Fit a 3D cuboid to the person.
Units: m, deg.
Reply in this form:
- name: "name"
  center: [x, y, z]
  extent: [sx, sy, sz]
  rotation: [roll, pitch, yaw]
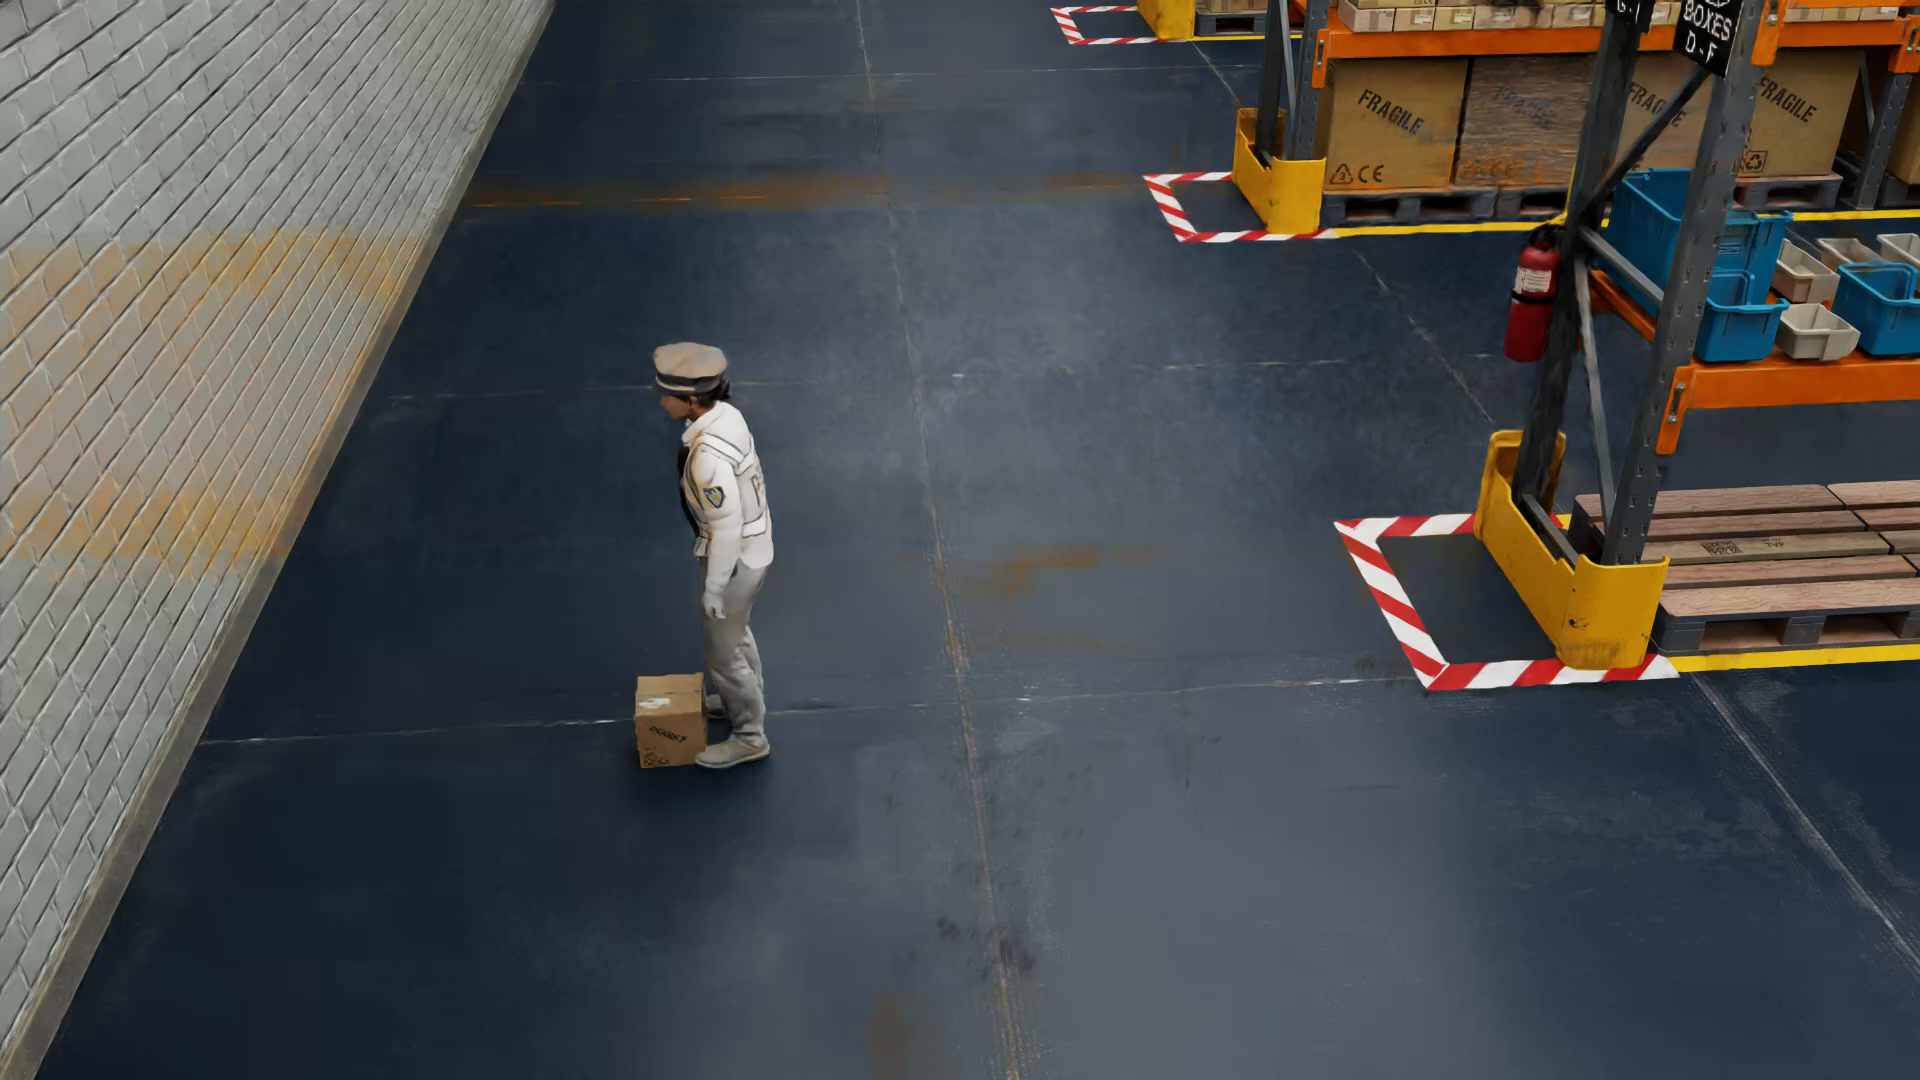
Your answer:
- name: "person"
  center: [-0.861, 0.066, 6.021]
  extent: [0.376, 1.663, 0.527]
  rotation: [-3, 31, -5]
